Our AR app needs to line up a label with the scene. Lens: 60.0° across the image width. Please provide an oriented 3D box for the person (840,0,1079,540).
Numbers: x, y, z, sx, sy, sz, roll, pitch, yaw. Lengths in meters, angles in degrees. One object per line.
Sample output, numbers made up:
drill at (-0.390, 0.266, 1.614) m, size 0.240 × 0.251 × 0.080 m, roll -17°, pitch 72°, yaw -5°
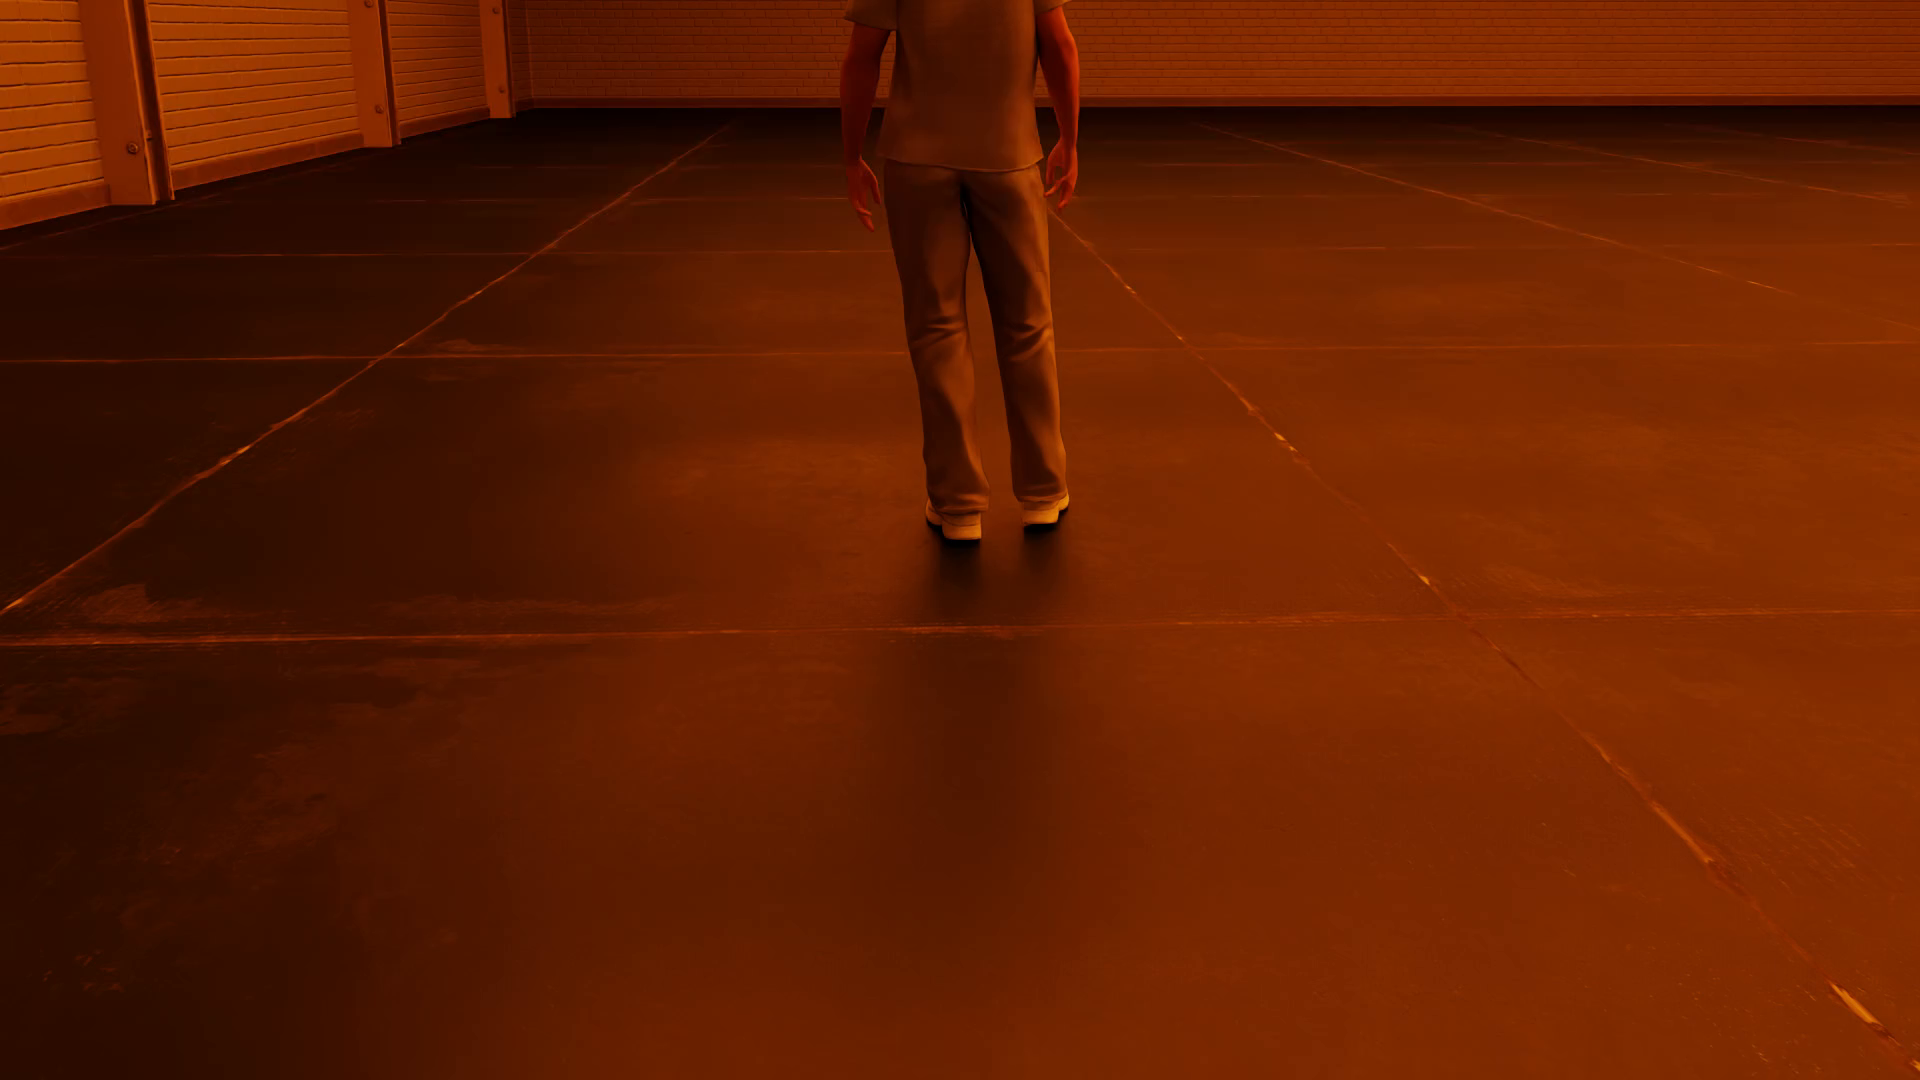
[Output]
person at (0.010, -0.830, 3.742) m, size 0.549 × 1.673 × 0.548 m, roll -1°, pitch 17°, yaw -3°
